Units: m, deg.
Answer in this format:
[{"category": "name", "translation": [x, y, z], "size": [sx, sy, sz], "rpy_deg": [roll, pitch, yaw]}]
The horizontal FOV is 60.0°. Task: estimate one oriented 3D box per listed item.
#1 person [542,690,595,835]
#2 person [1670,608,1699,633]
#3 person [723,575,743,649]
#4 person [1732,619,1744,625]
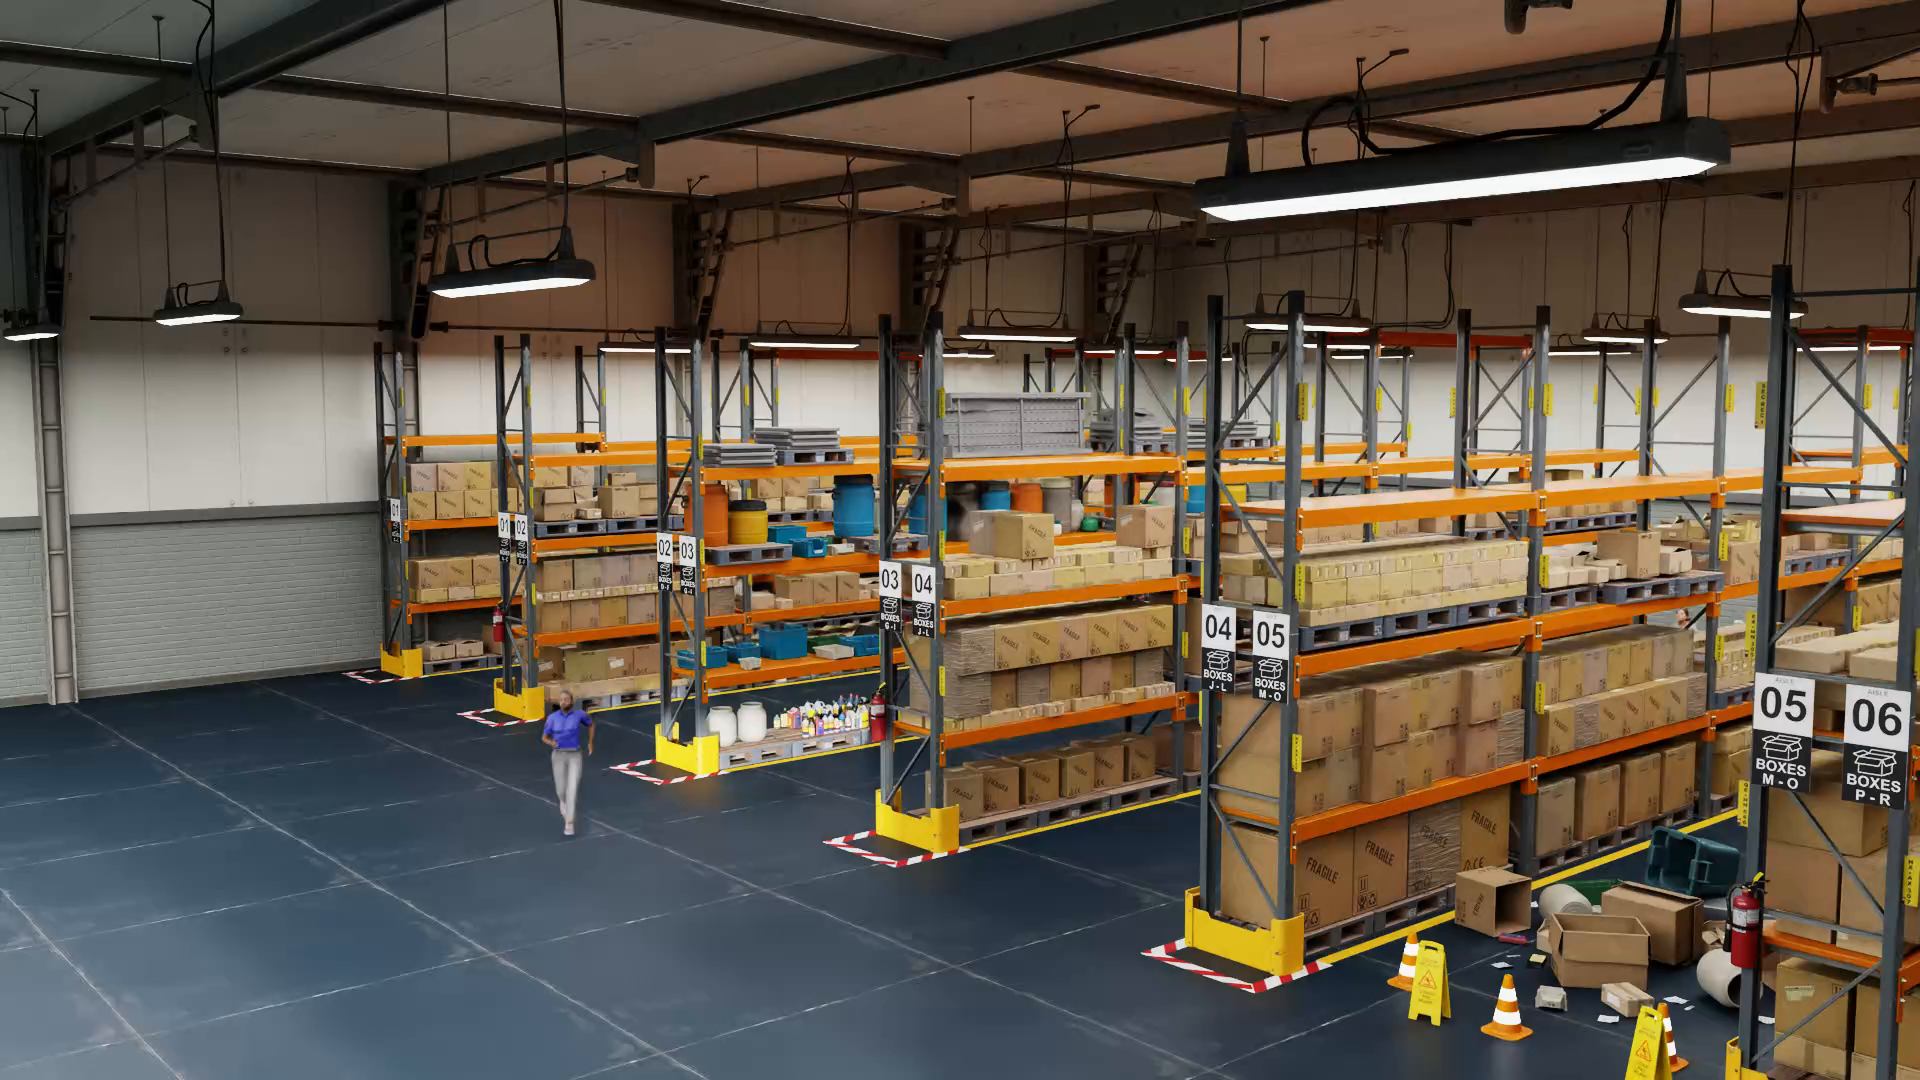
[{"category": "person", "translation": [-4.580, 2.594, 19.409], "size": [0.594, 1.517, 0.988], "rpy_deg": [-1, 5, -7]}, {"category": "person", "translation": [11.846, 1.898, 27.269], "size": [0.549, 1.594, 0.588], "rpy_deg": [5, 7, 44]}, {"category": "person", "translation": [-4.219, 1.397, 31.509], "size": [0.697, 1.817, 0.889], "rpy_deg": [4, 7, 40]}, {"category": "person", "translation": [11.997, 2.032, 25.536], "size": [0.862, 1.659, 0.584], "rpy_deg": [-3, 6, -34]}]
